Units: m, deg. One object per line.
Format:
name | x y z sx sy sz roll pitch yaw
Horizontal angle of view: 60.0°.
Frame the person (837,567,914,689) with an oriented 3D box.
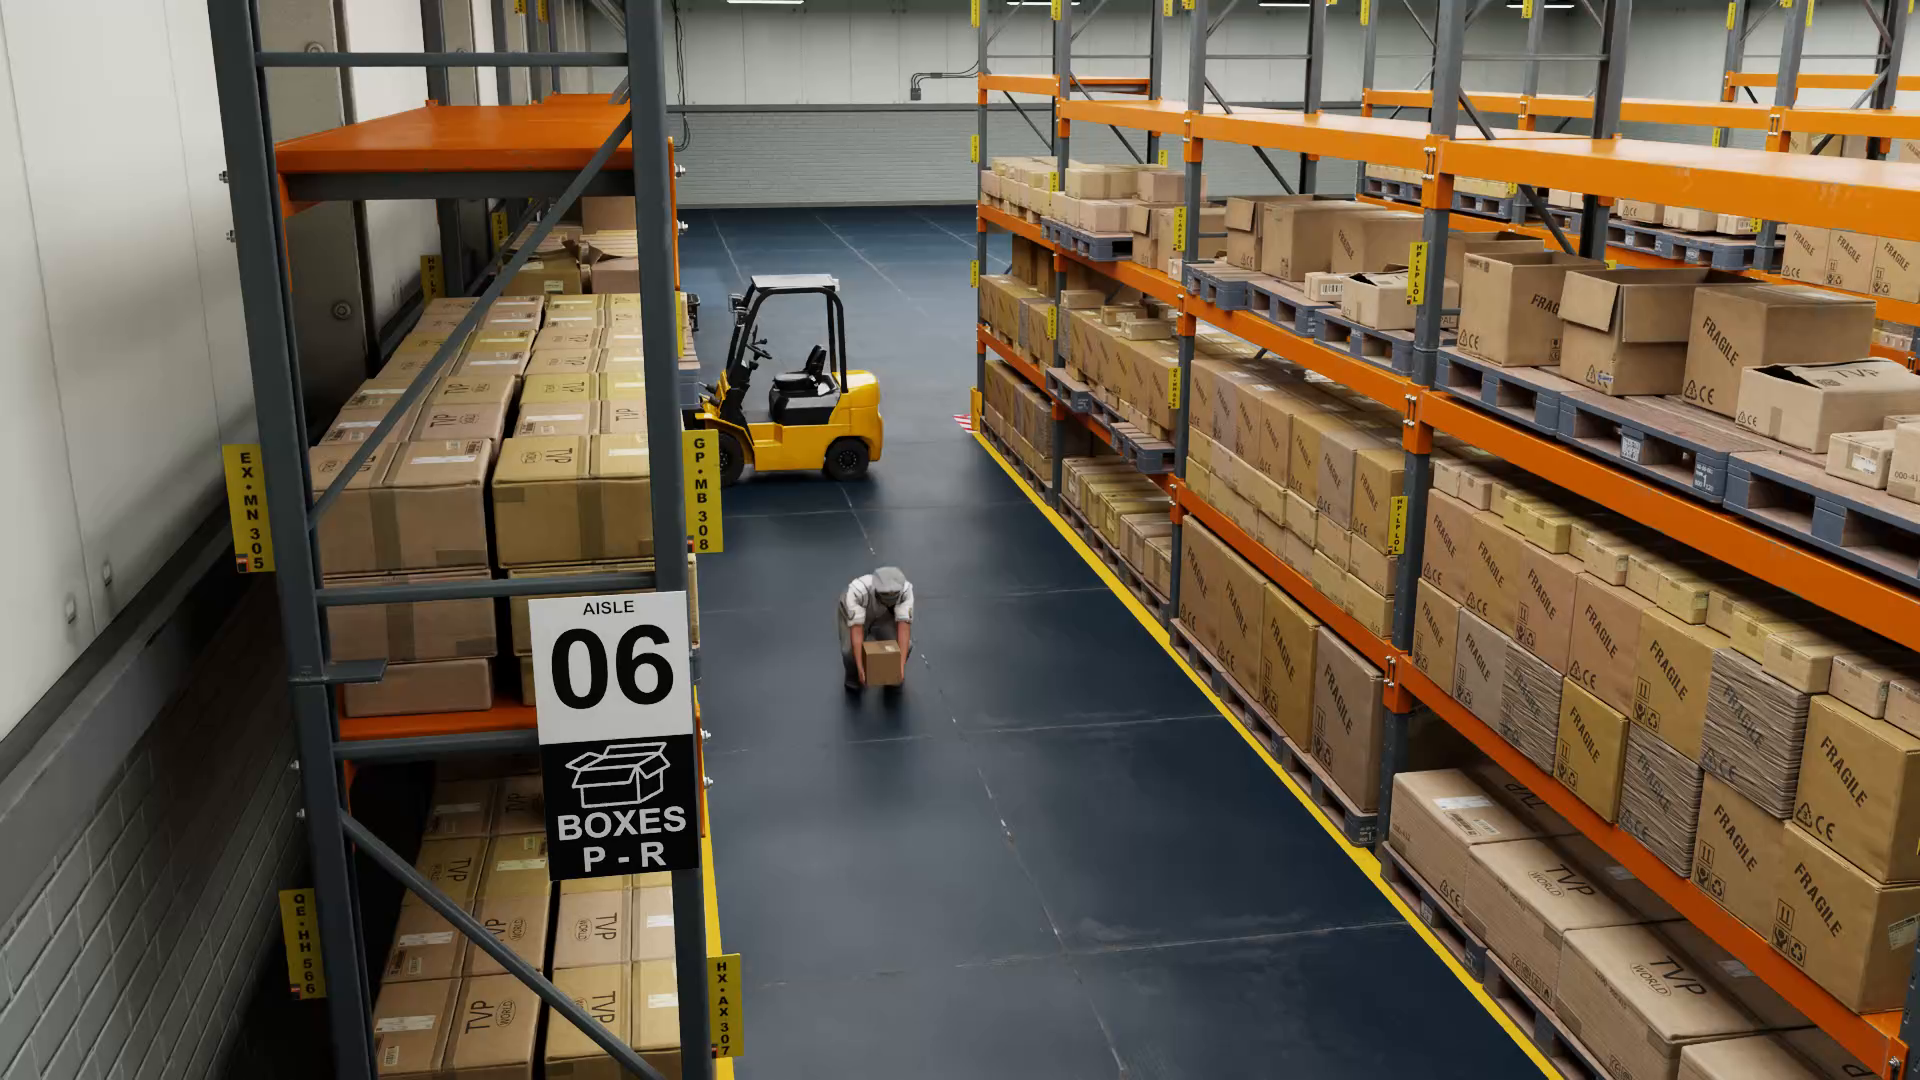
person | -0.623 0.616 12.239 0.533 1.023 0.919 -3 17 -12
